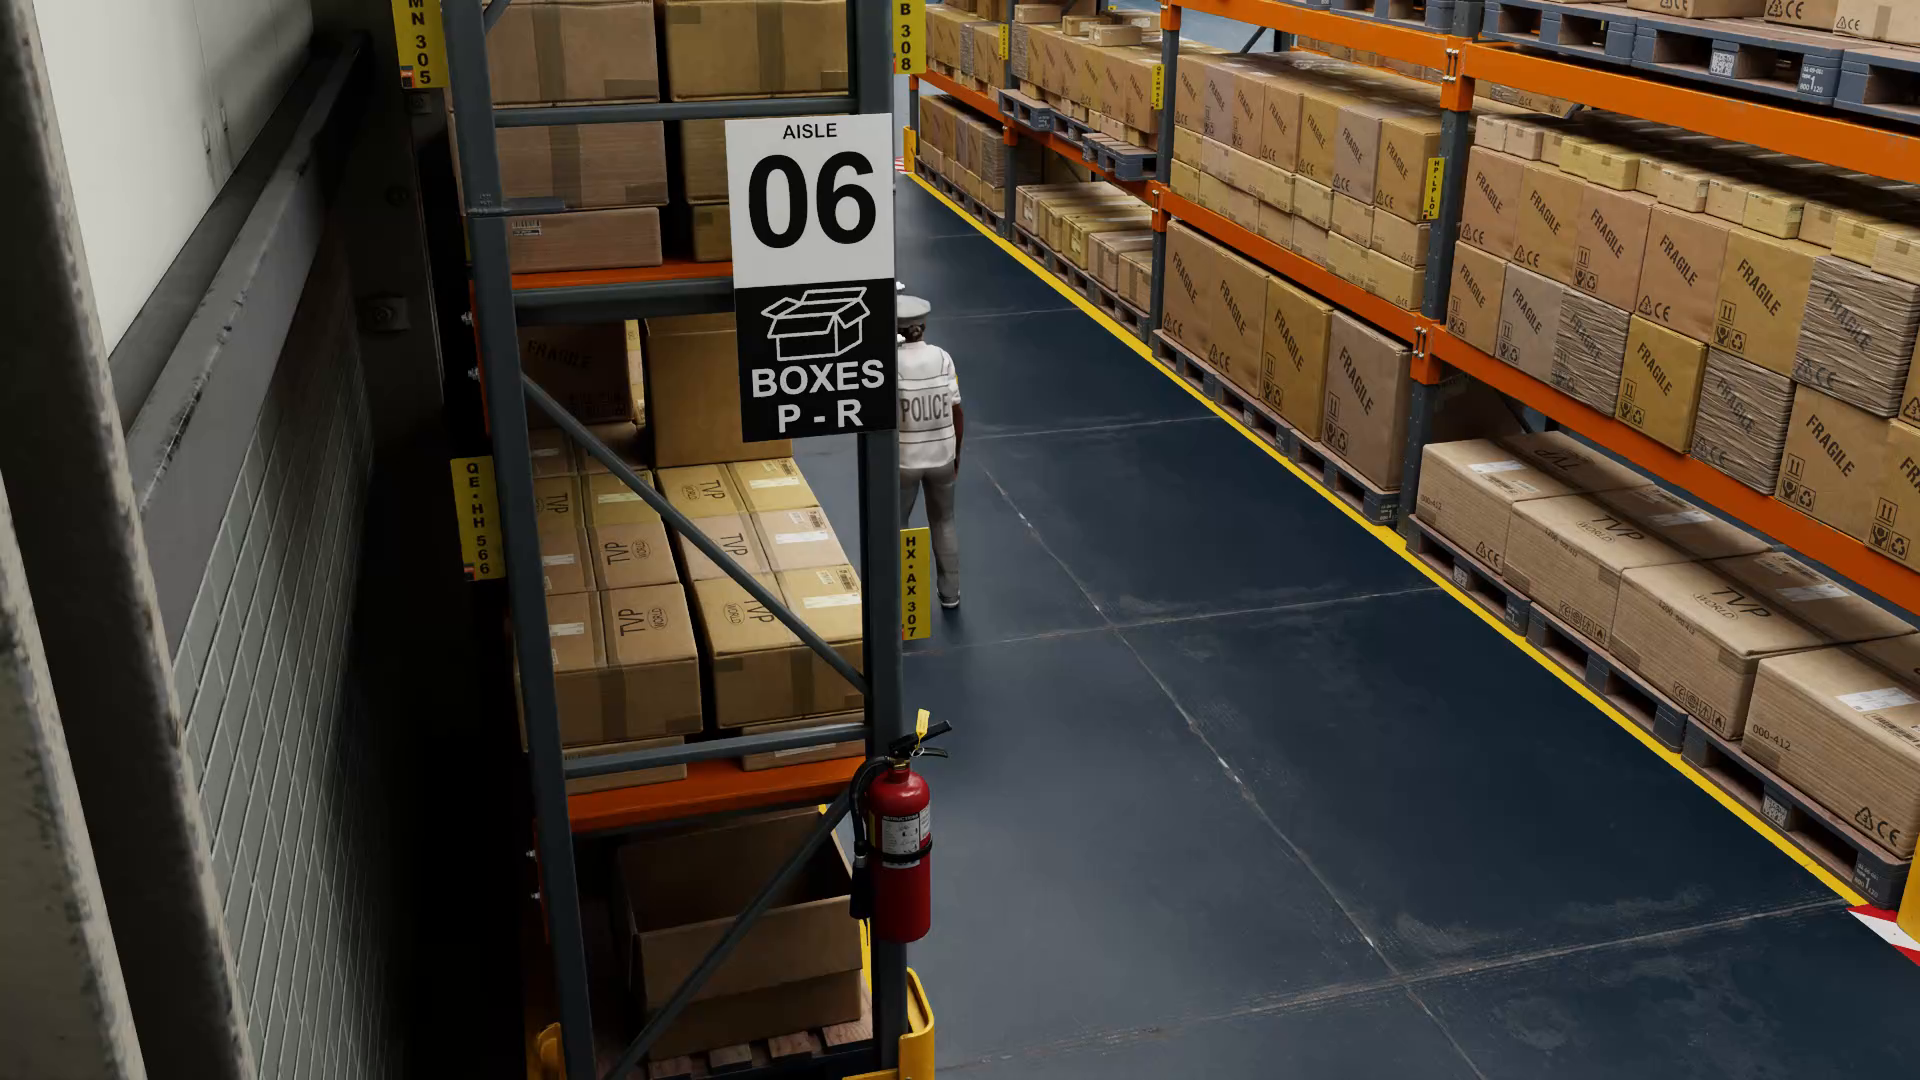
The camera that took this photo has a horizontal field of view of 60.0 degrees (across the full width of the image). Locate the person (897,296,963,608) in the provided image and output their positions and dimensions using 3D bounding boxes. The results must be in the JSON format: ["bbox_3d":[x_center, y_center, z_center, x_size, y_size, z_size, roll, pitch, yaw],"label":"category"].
[{"bbox_3d":[-0.217,-0.411,8.564,0.509,1.657,0.393,-8,24,-18],"label":"person"}]
